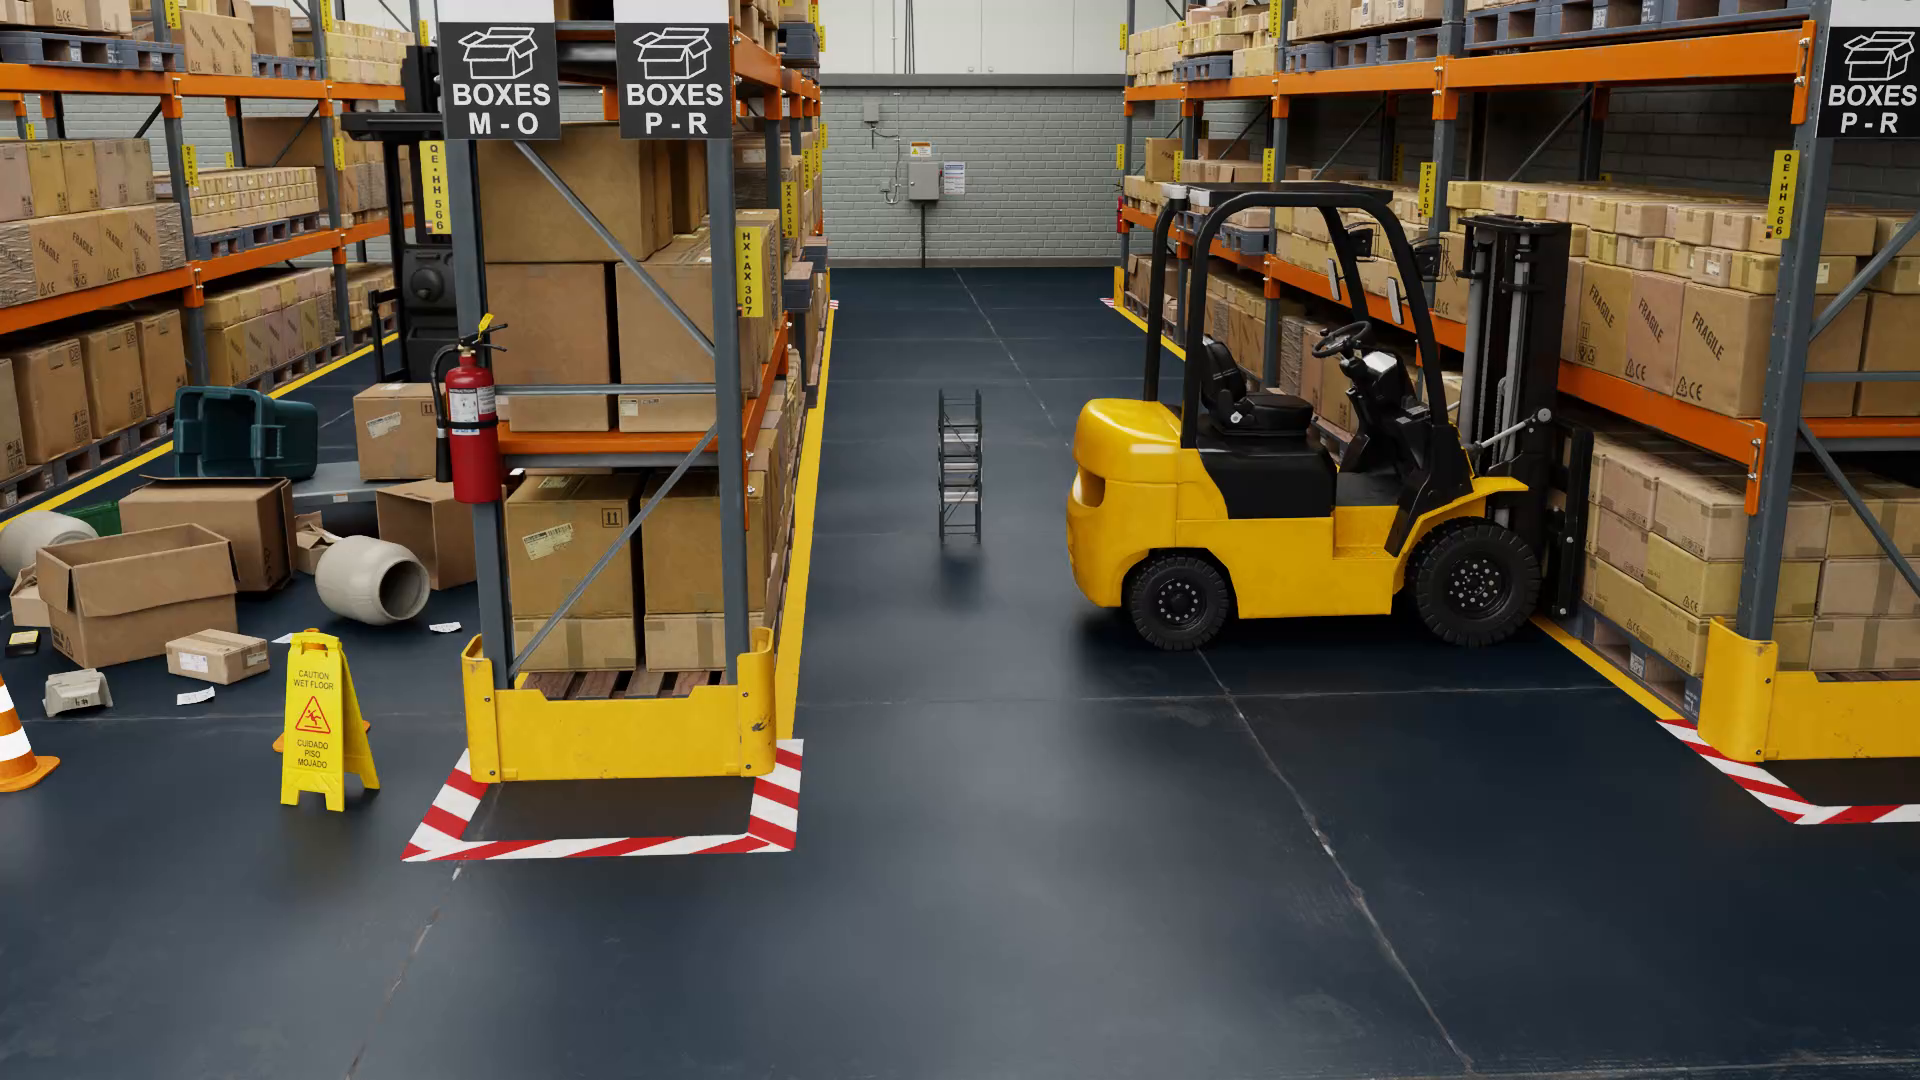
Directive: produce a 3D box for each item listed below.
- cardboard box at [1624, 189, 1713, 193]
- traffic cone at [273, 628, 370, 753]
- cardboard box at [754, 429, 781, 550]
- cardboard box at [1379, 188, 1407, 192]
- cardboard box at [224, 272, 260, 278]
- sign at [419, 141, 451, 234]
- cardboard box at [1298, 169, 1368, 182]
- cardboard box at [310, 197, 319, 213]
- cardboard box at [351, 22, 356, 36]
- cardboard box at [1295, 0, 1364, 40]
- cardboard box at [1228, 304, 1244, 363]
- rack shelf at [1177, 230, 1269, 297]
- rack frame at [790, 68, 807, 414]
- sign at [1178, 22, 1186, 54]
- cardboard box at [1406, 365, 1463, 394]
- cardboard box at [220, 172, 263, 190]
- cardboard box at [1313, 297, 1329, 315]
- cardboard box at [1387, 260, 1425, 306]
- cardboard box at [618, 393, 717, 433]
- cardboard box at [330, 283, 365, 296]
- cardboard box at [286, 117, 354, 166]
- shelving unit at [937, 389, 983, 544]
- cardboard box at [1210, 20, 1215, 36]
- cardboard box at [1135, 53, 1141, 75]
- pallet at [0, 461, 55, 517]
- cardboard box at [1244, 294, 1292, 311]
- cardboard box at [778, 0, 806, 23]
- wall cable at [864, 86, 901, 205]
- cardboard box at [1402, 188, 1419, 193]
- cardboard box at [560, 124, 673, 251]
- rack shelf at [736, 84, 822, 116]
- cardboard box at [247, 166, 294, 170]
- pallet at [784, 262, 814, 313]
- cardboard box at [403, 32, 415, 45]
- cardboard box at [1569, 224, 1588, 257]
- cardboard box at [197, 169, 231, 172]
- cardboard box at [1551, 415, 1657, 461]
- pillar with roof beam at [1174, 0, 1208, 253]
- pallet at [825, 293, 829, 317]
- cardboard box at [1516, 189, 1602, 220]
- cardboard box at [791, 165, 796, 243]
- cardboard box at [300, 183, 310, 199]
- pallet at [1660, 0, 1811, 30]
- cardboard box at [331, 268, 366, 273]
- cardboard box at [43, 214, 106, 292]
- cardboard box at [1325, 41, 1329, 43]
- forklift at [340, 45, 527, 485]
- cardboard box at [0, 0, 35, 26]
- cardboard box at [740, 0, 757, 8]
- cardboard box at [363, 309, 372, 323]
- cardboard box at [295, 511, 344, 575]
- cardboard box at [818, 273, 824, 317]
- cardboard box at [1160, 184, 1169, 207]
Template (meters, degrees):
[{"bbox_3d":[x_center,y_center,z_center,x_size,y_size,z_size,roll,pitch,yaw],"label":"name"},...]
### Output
[{"bbox_3d":[3.790,-1.800,8.904,0.380,0.149,0.250,-1,14,-4],"label":"cardboard box"},{"bbox_3d":[-2.629,0.591,6.801,0.336,0.463,0.334,-1,14,-3],"label":"traffic cone"},{"bbox_3d":[-1.151,-0.251,8.153,0.500,0.500,0.500,-1,14,-2],"label":"cardboard box"},{"bbox_3d":[3.072,-2.513,12.269,0.380,0.149,0.250,-1,14,-3],"label":"cardboard box"},{"bbox_3d":[-7.175,-2.469,16.272,0.500,0.250,0.500,0,14,-2],"label":"cardboard box"},{"bbox_3d":[-1.870,-1.261,5.949,0.100,0.325,0.005,-1,14,-3],"label":"sign"},{"bbox_3d":[3.267,-3.000,14.623,0.500,0.500,0.500,0,14,-1],"label":"cardboard box"},{"bbox_3d":[-6.771,-3.419,16.958,0.380,0.149,0.250,-1,14,-5],"label":"cardboard box"},{"bbox_3d":[-6.832,-5.584,18.187,0.380,0.149,0.250,-1,14,-5],"label":"cardboard box"},{"bbox_3d":[2.945,-4.187,13.015,0.500,0.500,0.500,-1,14,-3],"label":"cardboard box"},{"bbox_3d":[2.847,-1.967,15.826,0.500,0.500,0.500,0,14,-1],"label":"cardboard box"},{"bbox_3d":[3.019,-2.767,16.204,1.077,0.370,4.000,-1,14,-3],"label":"rack shelf"},{"bbox_3d":[-1.811,-2.540,13.879,1.000,3.000,0.127,-1,14,-3],"label":"rack frame"},{"bbox_3d":[2.354,-5.305,17.569,0.100,0.325,0.005,-1,14,-3],"label":"sign"},{"bbox_3d":[3.348,-0.806,11.062,0.875,0.625,0.625,0,14,-1],"label":"cardboard box"},{"bbox_3d":[-6.675,-3.315,15.360,0.380,0.149,0.250,-1,14,-4],"label":"cardboard box"},{"bbox_3d":[3.432,-2.126,15.140,0.380,0.149,0.250,0,14,-2],"label":"cardboard box"},{"bbox_3d":[3.099,-1.672,10.805,0.500,0.250,0.500,-1,14,-2],"label":"cardboard box"},{"bbox_3d":[-1.129,-0.517,6.519,0.380,0.149,0.250,-1,14,-3],"label":"cardboard box"},{"bbox_3d":[-6.830,-2.765,18.437,0.380,0.149,0.250,-1,14,-4],"label":"cardboard box"},{"bbox_3d":[-6.778,-4.226,17.628,0.500,0.500,0.500,-1,14,-2],"label":"cardboard box"},{"bbox_3d":[0.000,-0.438,9.922,0.258,0.900,0.210,-1,14,-3],"label":"shelving unit"},{"bbox_3d":[2.625,-4.939,16.047,0.380,0.149,0.250,-1,14,-3],"label":"cardboard box"},{"bbox_3d":[2.454,-5.891,20.586,0.500,0.250,0.500,-1,14,-2],"label":"cardboard box"},{"bbox_3d":[-6.620,-0.284,10.707,1.003,0.211,1.213,-1,14,-3],"label":"pallet"},{"bbox_3d":[2.840,-2.177,15.341,0.380,0.149,0.250,-1,14,-5],"label":"cardboard box"},{"bbox_3d":[-1.199,-3.280,10.194,0.500,0.250,0.500,-1,14,-5],"label":"cardboard box"},{"bbox_3d":[-1.264,-6.449,27.031,0.588,1.984,0.122,-1,14,-3],"label":"wall cable"},{"bbox_3d":[3.480,-2.521,12.302,0.380,0.149,0.250,0,14,-2],"label":"cardboard box"},{"bbox_3d":[-1.588,-1.477,6.943,0.700,0.500,0.500,-1,14,-3],"label":"cardboard box"},{"bbox_3d":[-2.182,-5.137,19.395,1.077,0.370,4.000,-1,14,-3],"label":"rack shelf"},{"bbox_3d":[-7.305,-3.742,17.752,0.500,0.500,0.500,-1,14,-3],"label":"cardboard box"},{"bbox_3d":[-1.465,-1.645,10.784,1.003,0.211,1.213,-1,14,-3],"label":"pallet"},{"bbox_3d":[-6.927,-6.165,20.447,0.380,0.149,0.250,-1,14,-4],"label":"cardboard box"},{"bbox_3d":[3.224,-1.517,8.402,0.380,0.149,0.250,-1,14,-5],"label":"cardboard box"},{"bbox_3d":[-7.391,-3.565,16.331,0.380,0.149,0.250,-1,14,-3],"label":"cardboard box"},{"bbox_3d":[3.197,-0.472,8.511,0.500,0.250,0.500,-1,14,-5],"label":"cardboard box"},{"bbox_3d":[-0.917,-8.131,23.568,9.100,9.000,0.400,-1,14,-3],"label":"pillar with roof beam"},{"bbox_3d":[-2.179,-2.982,21.192,1.003,0.211,1.213,-1,14,-3],"label":"pallet"},{"bbox_3d":[3.202,-1.789,8.861,0.380,0.149,0.250,-1,14,-4],"label":"cardboard box"},{"bbox_3d":[-1.337,-2.187,10.866,0.500,0.500,0.500,-1,14,-3],"label":"cardboard box"},{"bbox_3d":[-6.754,-3.498,16.666,0.380,0.149,0.250,-1,14,-3],"label":"cardboard box"},{"bbox_3d":[3.621,-2.214,6.770,1.003,0.211,1.213,-1,14,-3],"label":"pallet"},{"bbox_3d":[-7.424,-3.212,20.174,0.380,0.149,0.250,-2,15,-6],"label":"cardboard box"},{"bbox_3d":[-6.353,-2.003,11.592,0.500,0.500,0.500,-1,14,-3],"label":"cardboard box"},{"bbox_3d":[3.361,-4.348,14.386,0.380,0.149,0.250,-1,14,-4],"label":"cardboard box"},{"bbox_3d":[-3.360,-1.806,11.162,1.130,2.935,3.031,1,14,4],"label":"forklift"},{"bbox_3d":[-6.402,-3.552,11.018,0.396,0.266,0.258,-1,14,-3],"label":"cardboard box"},{"bbox_3d":[-1.158,-2.457,7.242,0.500,0.250,0.500,0,14,-2],"label":"cardboard box"},{"bbox_3d":[-6.778,-2.479,18.520,0.380,0.149,0.250,-1,14,-4],"label":"cardboard box"},{"bbox_3d":[-3.655,0.014,9.438,0.258,0.266,0.396,-13,20,-42],"label":"cardboard box"},{"bbox_3d":[-2.046,-2.878,19.491,0.875,0.438,0.875,-1,14,-5],"label":"cardboard box"},{"bbox_3d":[2.575,-3.931,18.990,0.500,0.250,0.500,-1,14,-3],"label":"cardboard box"}]
